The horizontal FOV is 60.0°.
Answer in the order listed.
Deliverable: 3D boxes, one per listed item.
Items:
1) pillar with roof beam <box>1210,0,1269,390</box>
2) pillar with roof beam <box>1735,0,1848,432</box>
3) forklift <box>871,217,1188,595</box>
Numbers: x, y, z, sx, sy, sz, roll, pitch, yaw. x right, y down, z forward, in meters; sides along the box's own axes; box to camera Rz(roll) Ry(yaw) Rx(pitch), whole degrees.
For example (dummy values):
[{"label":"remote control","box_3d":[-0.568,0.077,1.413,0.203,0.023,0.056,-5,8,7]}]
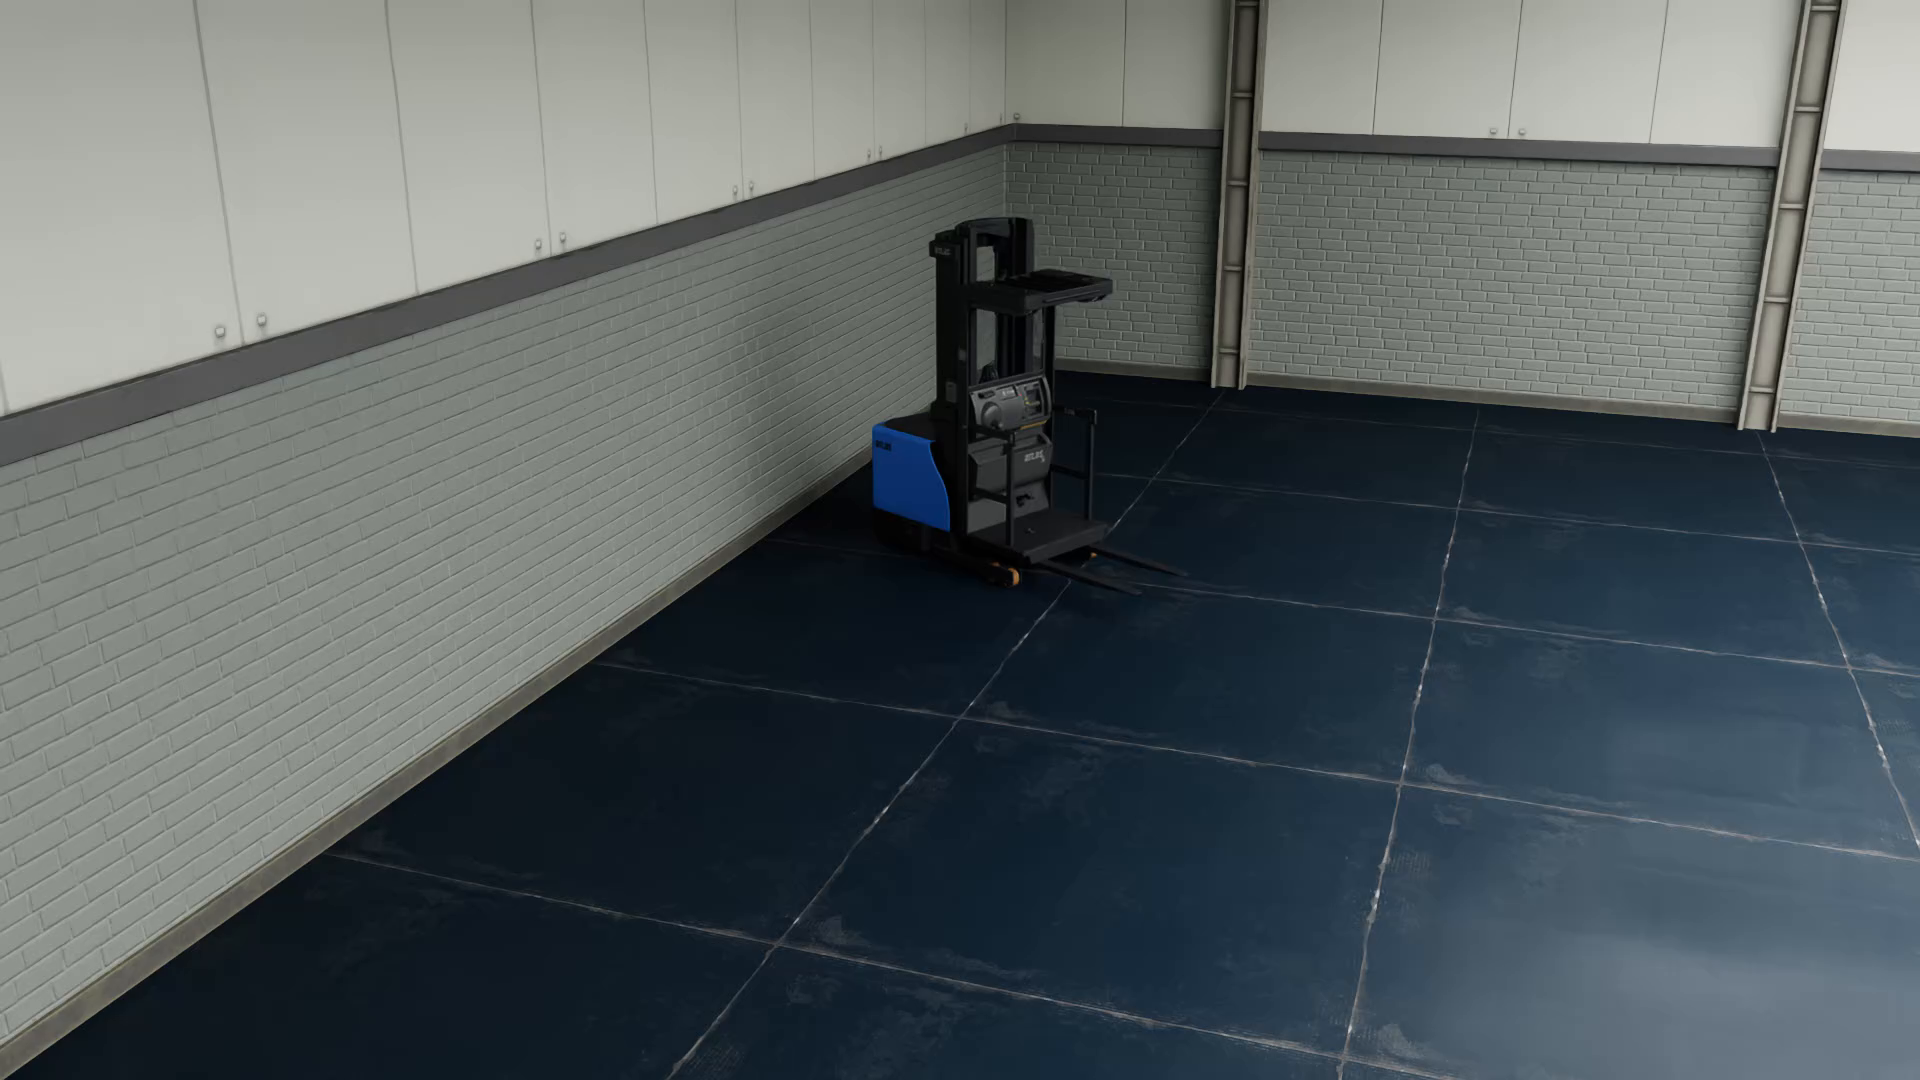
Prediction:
[{"label":"pillar with roof beam","box_3d":[1.931,-4.833,15.384,0.400,9.000,9.100,7,20,18]},{"label":"pillar with roof beam","box_3d":[7.599,-4.185,13.524,0.400,9.000,9.100,7,20,18]},{"label":"forklift","box_3d":[0.584,-1.173,14.103,1.130,2.935,3.031,-18,26,-41]}]
